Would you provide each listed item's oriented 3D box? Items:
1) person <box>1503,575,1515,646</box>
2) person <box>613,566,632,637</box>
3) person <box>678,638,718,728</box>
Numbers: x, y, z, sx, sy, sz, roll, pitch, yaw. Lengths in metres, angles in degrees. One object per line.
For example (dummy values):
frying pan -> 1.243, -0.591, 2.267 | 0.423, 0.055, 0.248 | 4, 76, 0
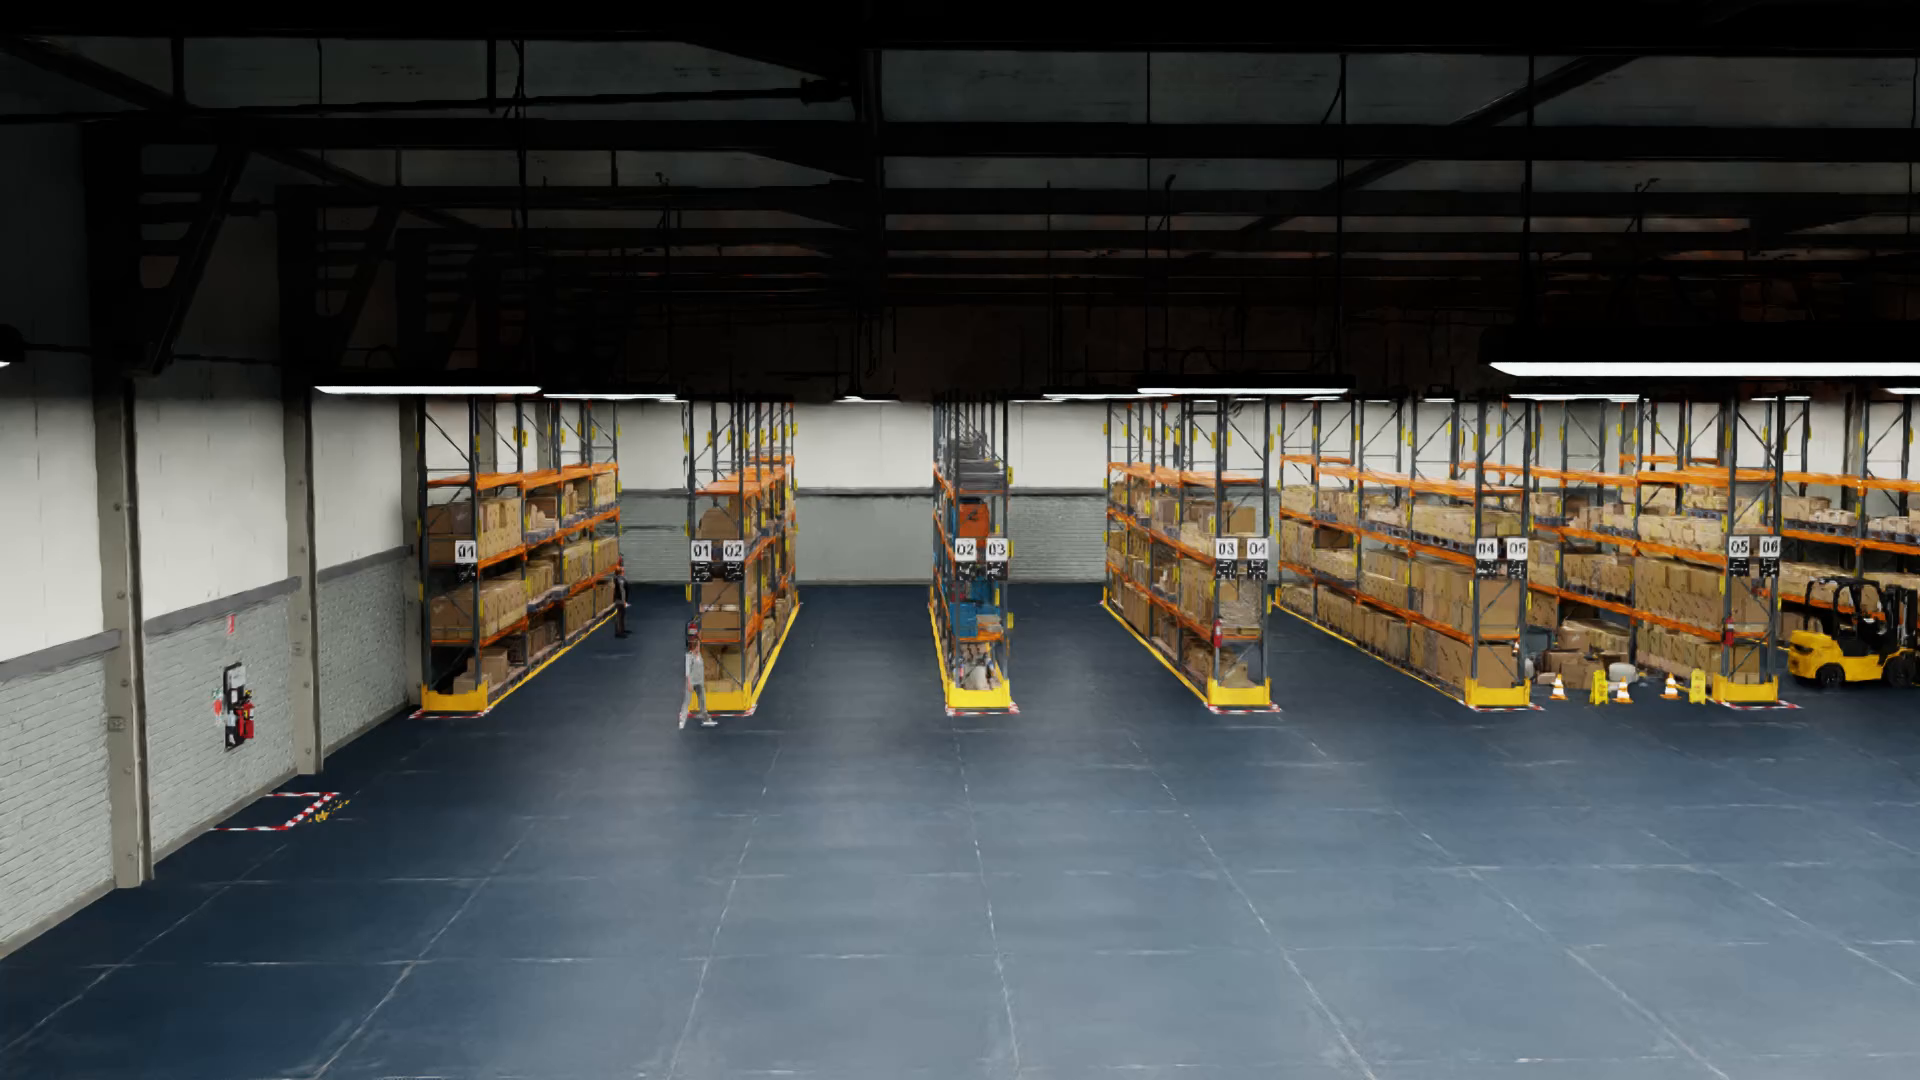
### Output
person -> 12.932, 1.662, 39.459 | 0.549, 1.663, 0.581 | 2, 5, 24
person -> -8.332, 1.493, 41.114 | 0.463, 1.731, 0.598 | -2, 5, -22
person -> -4.680, 2.522, 29.464 | 0.527, 1.573, 0.636 | 3, 6, 32
